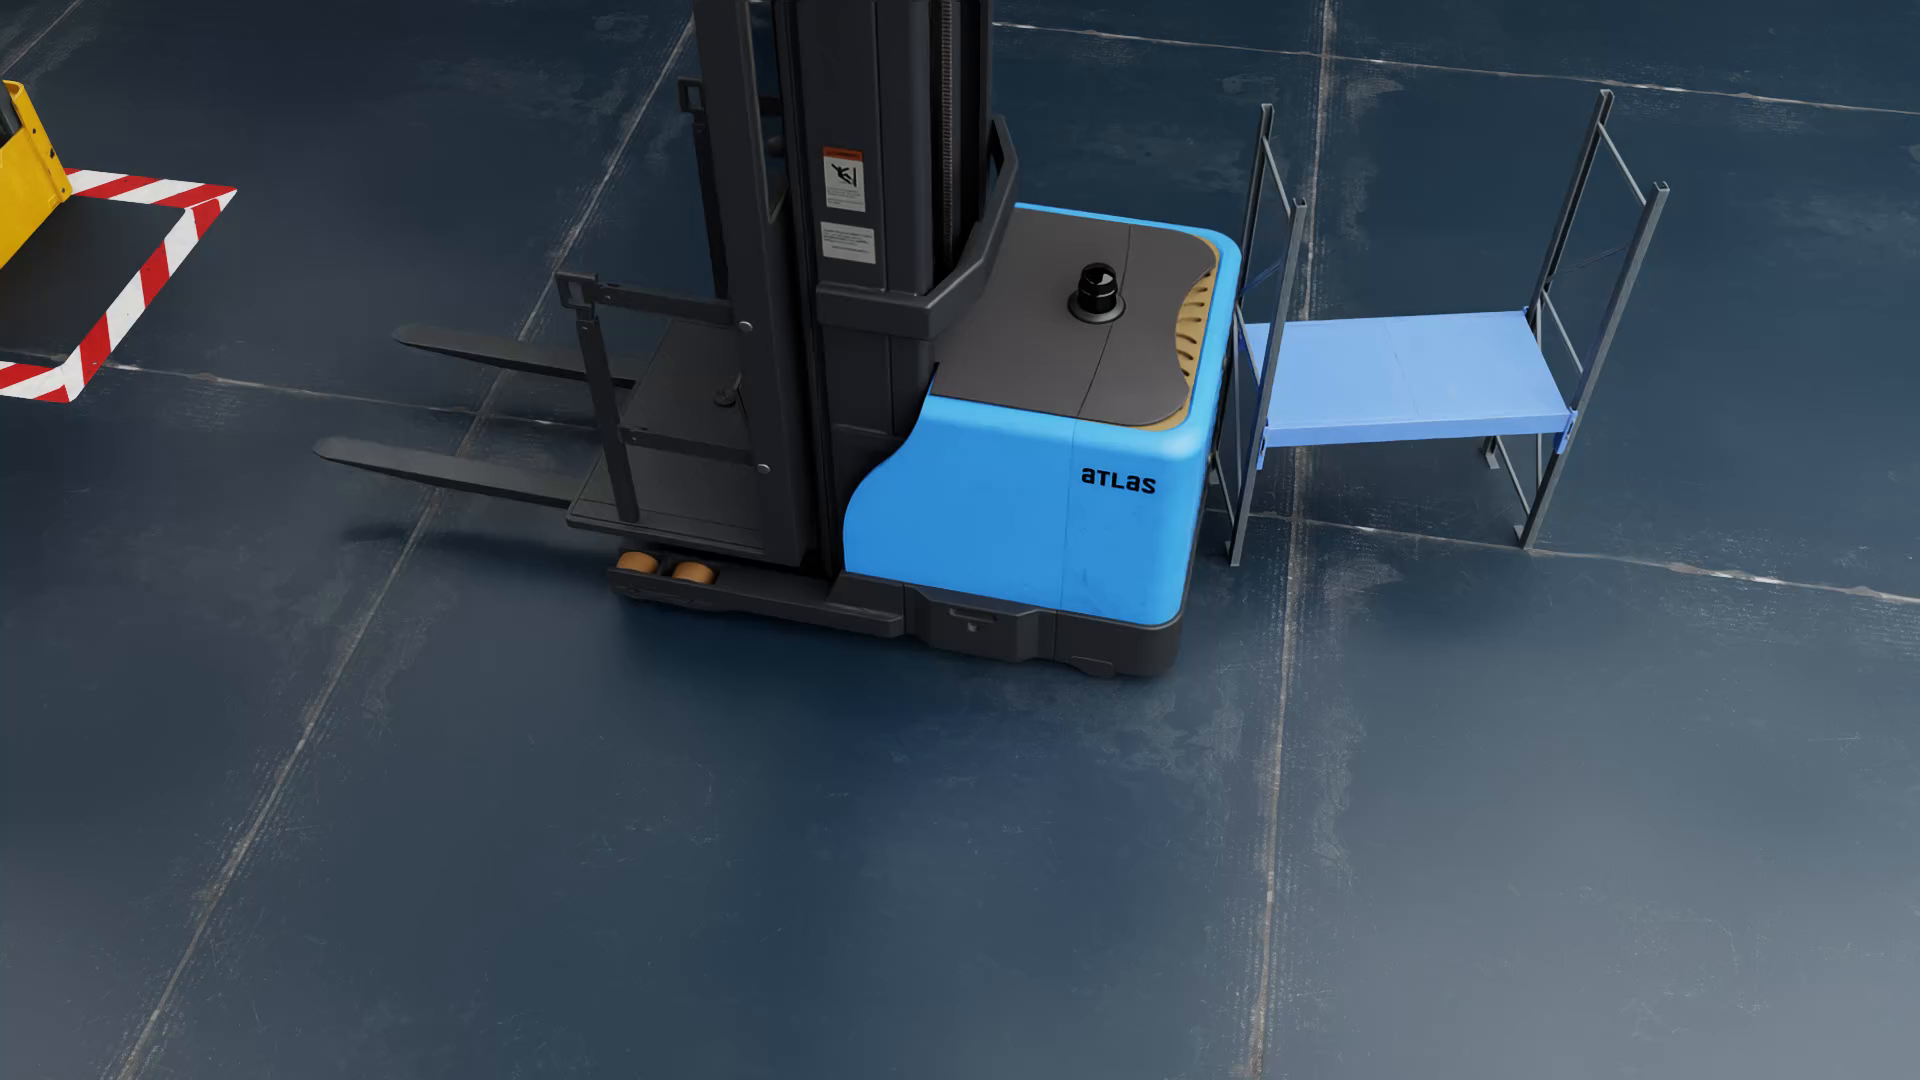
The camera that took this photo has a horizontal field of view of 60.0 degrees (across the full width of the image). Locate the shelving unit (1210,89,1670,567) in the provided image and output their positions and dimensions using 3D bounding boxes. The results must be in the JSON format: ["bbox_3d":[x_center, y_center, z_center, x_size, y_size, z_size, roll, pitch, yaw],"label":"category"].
[{"bbox_3d":[1.425,-0.623,5.302,1.048,1.500,0.538,-3,48,-3],"label":"shelving unit"}]

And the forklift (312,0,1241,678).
[{"bbox_3d":[-0.686,-1.121,4.787,3.031,2.935,1.130,10,49,9],"label":"forklift"}]

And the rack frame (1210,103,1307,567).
[{"bbox_3d":[0.918,-0.596,5.277,0.032,1.500,0.500,-3,48,-3],"label":"rack frame"}]

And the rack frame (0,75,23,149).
[{"bbox_3d":[-3.968,-2.105,5.624,0.127,3.000,1.000,8,49,7],"label":"rack frame"}]

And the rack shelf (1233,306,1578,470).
[{"bbox_3d":[1.425,-0.503,5.436,1.000,0.185,0.538,-3,48,-3],"label":"rack shelf"}]

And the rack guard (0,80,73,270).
[{"bbox_3d":[-4.043,-1.279,6.563,0.348,0.500,1.175,8,49,7],"label":"rack guard"}]

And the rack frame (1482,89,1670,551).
[{"bbox_3d":[1.932,-0.651,5.327,0.032,1.500,0.500,-3,48,-3],"label":"rack frame"}]
